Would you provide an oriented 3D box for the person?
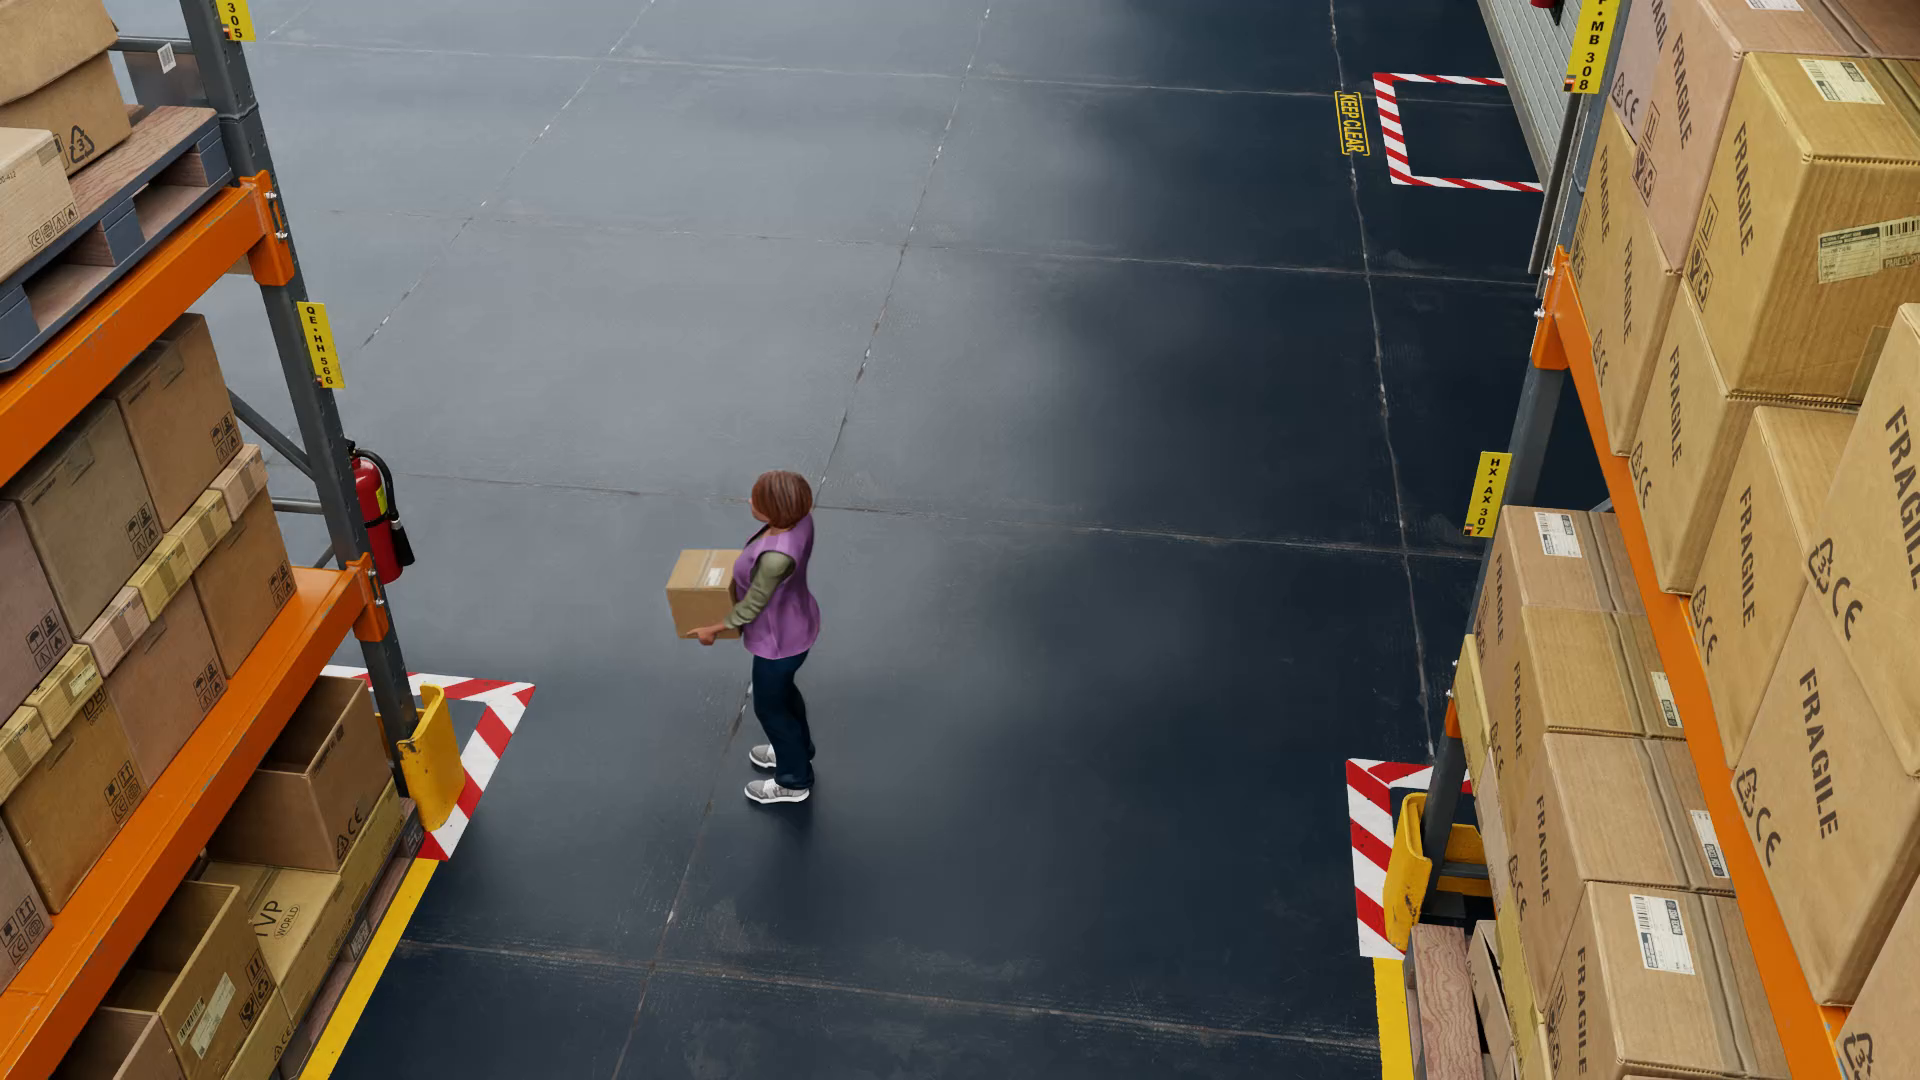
[{"bbox_3d":[-0.794,0.370,6.551,0.496,1.588,0.407,5,37,6],"label":"person"}]
